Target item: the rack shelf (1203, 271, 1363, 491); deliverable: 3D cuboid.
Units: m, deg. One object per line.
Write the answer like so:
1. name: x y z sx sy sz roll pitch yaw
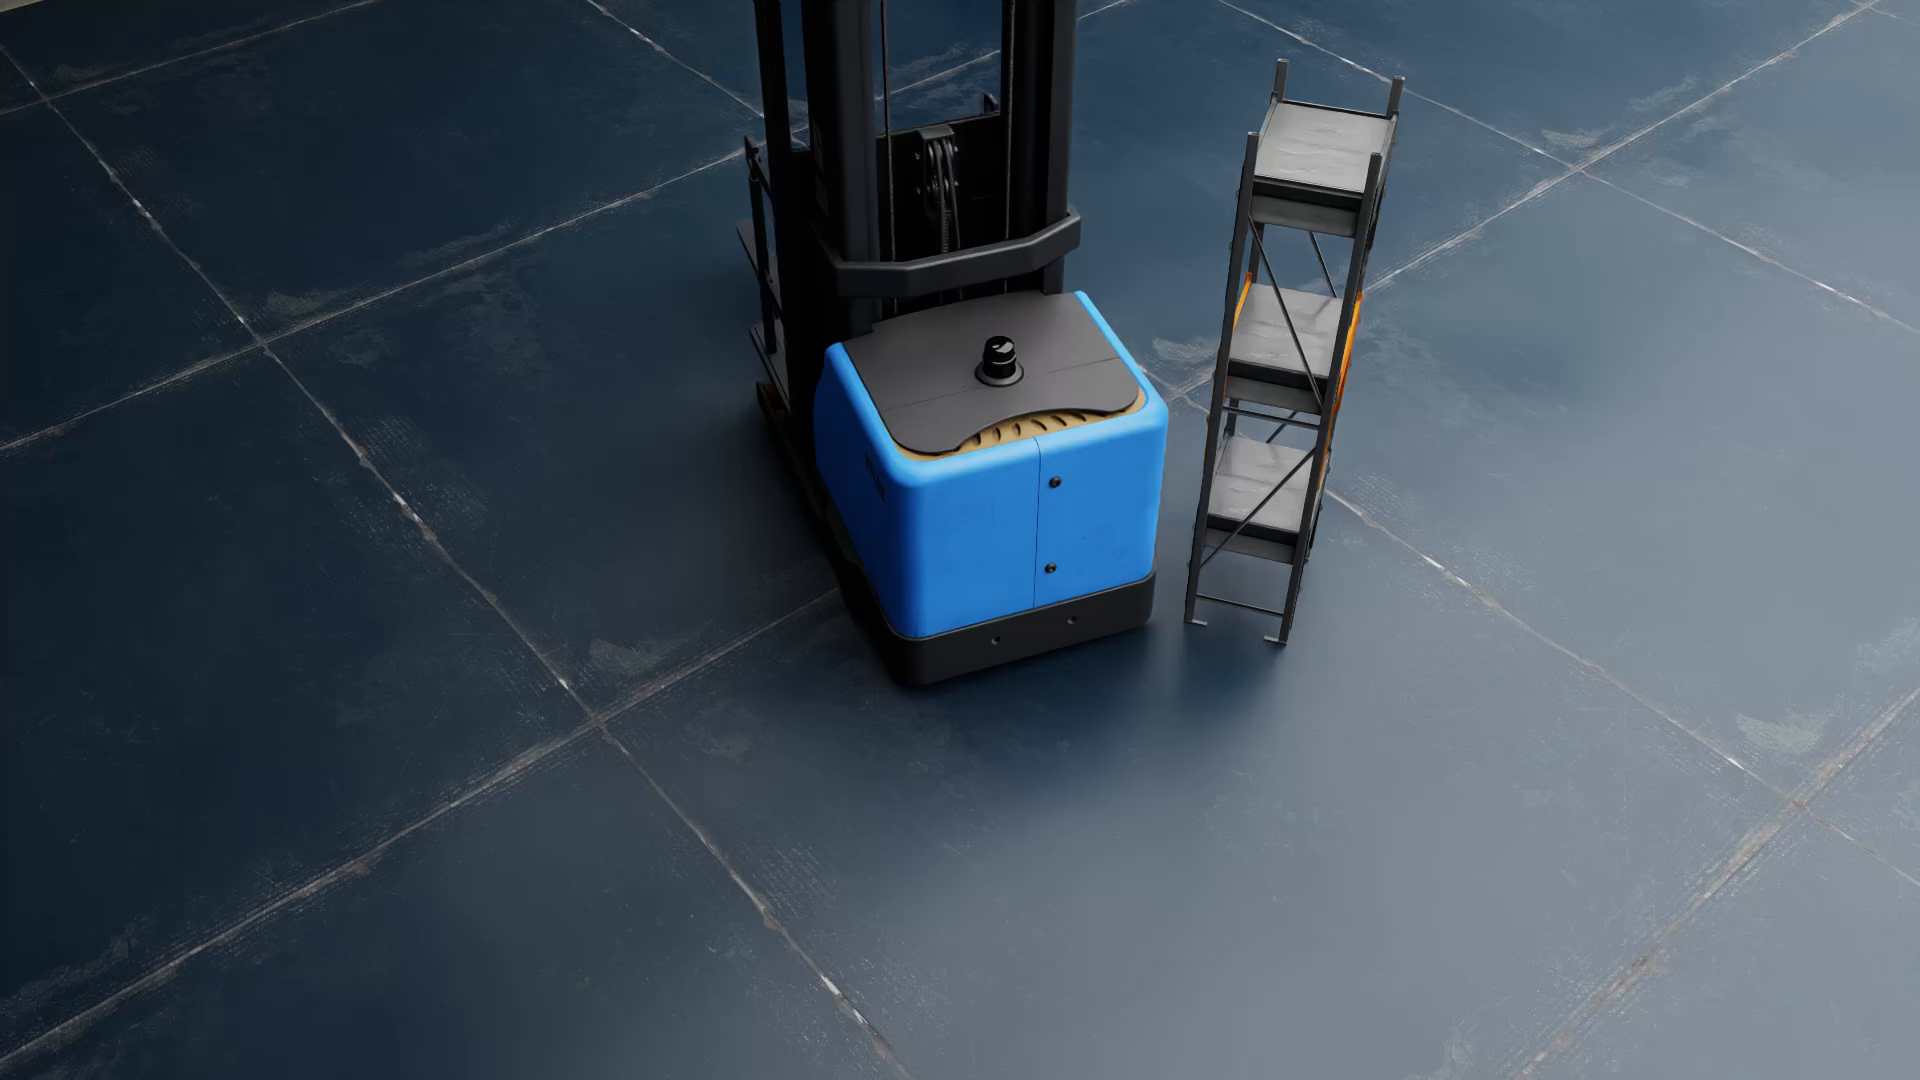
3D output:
1. rack shelf: 1.131 -0.560 5.832 0.431 0.518 0.480 13 45 13

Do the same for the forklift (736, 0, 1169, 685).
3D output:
1. forklift: -0.247 -1.560 6.270 1.130 2.935 3.031 -14 45 -14

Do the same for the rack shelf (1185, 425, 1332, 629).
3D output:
1. rack shelf: 1.131 -0.050 6.312 0.431 0.518 0.480 13 45 13

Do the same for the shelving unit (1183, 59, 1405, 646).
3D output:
1. shelving unit: 1.131 -0.570 5.823 0.431 2.100 0.503 13 45 13

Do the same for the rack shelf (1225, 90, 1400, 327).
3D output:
1. rack shelf: 1.131 -1.070 5.353 0.431 0.518 0.480 13 45 13

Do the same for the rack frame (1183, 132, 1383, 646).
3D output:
1. rack frame: 1.054 -0.411 5.654 0.400 2.100 0.015 13 45 13

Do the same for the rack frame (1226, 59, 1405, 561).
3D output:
1. rack frame: 1.208 -0.728 5.992 0.400 2.100 0.015 13 45 13
